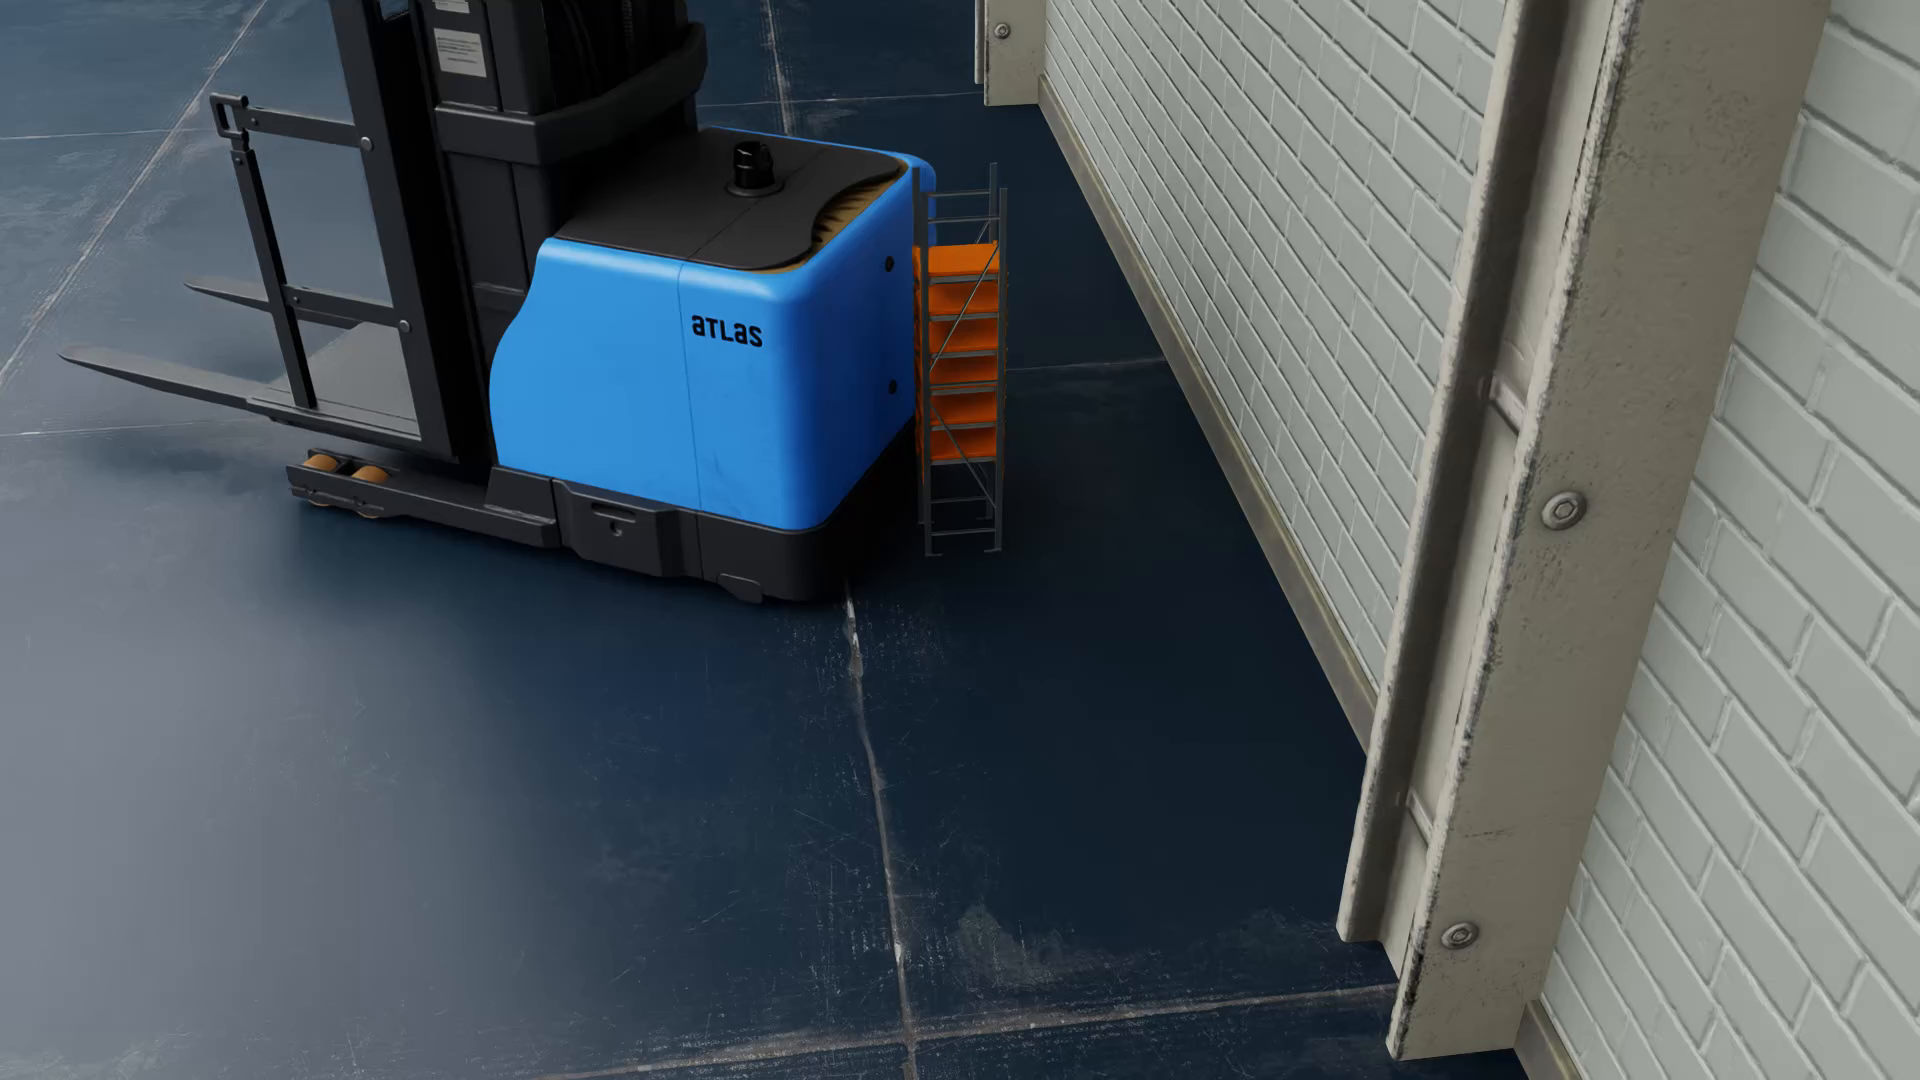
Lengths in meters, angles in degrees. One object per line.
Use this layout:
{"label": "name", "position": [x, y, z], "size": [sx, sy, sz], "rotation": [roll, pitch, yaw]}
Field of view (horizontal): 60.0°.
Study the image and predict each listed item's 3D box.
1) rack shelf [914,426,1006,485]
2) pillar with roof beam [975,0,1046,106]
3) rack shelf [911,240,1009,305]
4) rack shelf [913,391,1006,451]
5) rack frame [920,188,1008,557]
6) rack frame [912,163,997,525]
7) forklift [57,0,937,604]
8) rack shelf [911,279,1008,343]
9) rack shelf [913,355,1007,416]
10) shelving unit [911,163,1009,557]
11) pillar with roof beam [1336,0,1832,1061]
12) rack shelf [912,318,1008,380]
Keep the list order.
{"label": "rack shelf", "position": [-0.002, -0.269, 5.084], "size": [0.258, 0.103, 0.180], "rotation": [-4, 35, -6]}
{"label": "pillar with roof beam", "position": [-4.009, -5.736, 5.677], "size": [9.100, 9.000, 0.400], "rotation": [-4, 35, -6]}
{"label": "rack shelf", "position": [-0.002, -0.765, 4.746], "size": [0.258, 0.103, 0.180], "rotation": [-4, 35, -6]}
{"label": "rack shelf", "position": [-0.002, -0.368, 5.017], "size": [0.258, 0.103, 0.180], "rotation": [-4, 35, -6]}
{"label": "rack frame", "position": [0.010, -0.453, 4.849], "size": [0.240, 1.200, 0.006], "rotation": [-4, 35, -6]}
{"label": "rack frame", "position": [-0.014, -0.555, 4.999], "size": [0.240, 1.200, 0.006], "rotation": [-4, 35, -6]}
{"label": "forklift", "position": [-1.628, -1.542, 4.910], "size": [3.031, 2.935, 1.130], "rotation": [12, 36, 18]}
{"label": "rack shelf", "position": [-0.002, -0.666, 4.814], "size": [0.258, 0.103, 0.180], "rotation": [-4, 35, -6]}
{"label": "rack shelf", "position": [-0.002, -0.467, 4.949], "size": [0.258, 0.103, 0.180], "rotation": [-4, 35, -6]}
{"label": "shelving unit", "position": [-0.002, -0.504, 4.924], "size": [0.258, 1.200, 0.189], "rotation": [-4, 35, -6]}
{"label": "pillar with roof beam", "position": [-3.202, -2.388, 0.763], "size": [9.100, 9.000, 0.400], "rotation": [-4, 35, -6]}
{"label": "rack shelf", "position": [-0.002, -0.566, 4.881], "size": [0.258, 0.103, 0.180], "rotation": [-4, 35, -6]}
